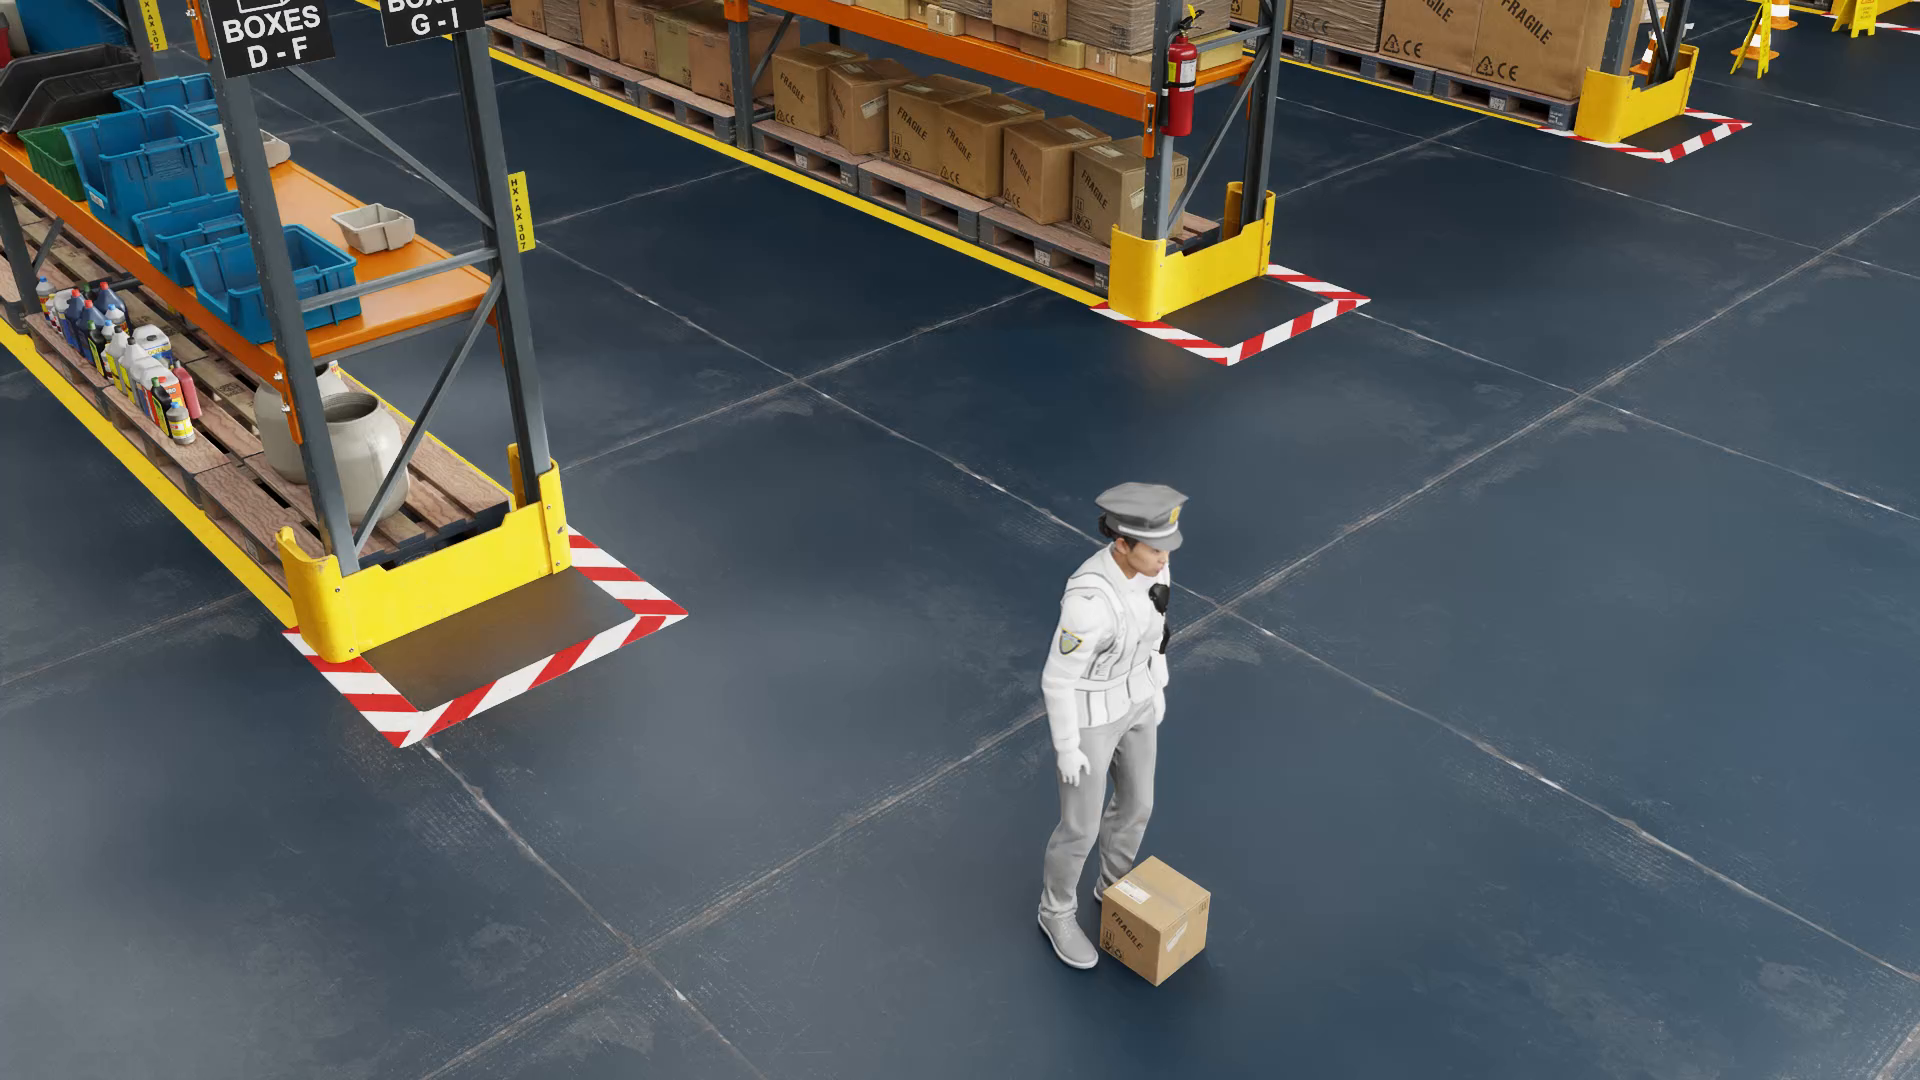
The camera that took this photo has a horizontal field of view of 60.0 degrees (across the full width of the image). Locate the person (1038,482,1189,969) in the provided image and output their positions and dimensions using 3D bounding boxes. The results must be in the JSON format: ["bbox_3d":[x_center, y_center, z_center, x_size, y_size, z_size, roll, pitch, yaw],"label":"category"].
[{"bbox_3d":[0.485,0.565,5.227,0.415,1.662,0.537,27,41,36],"label":"person"}]
